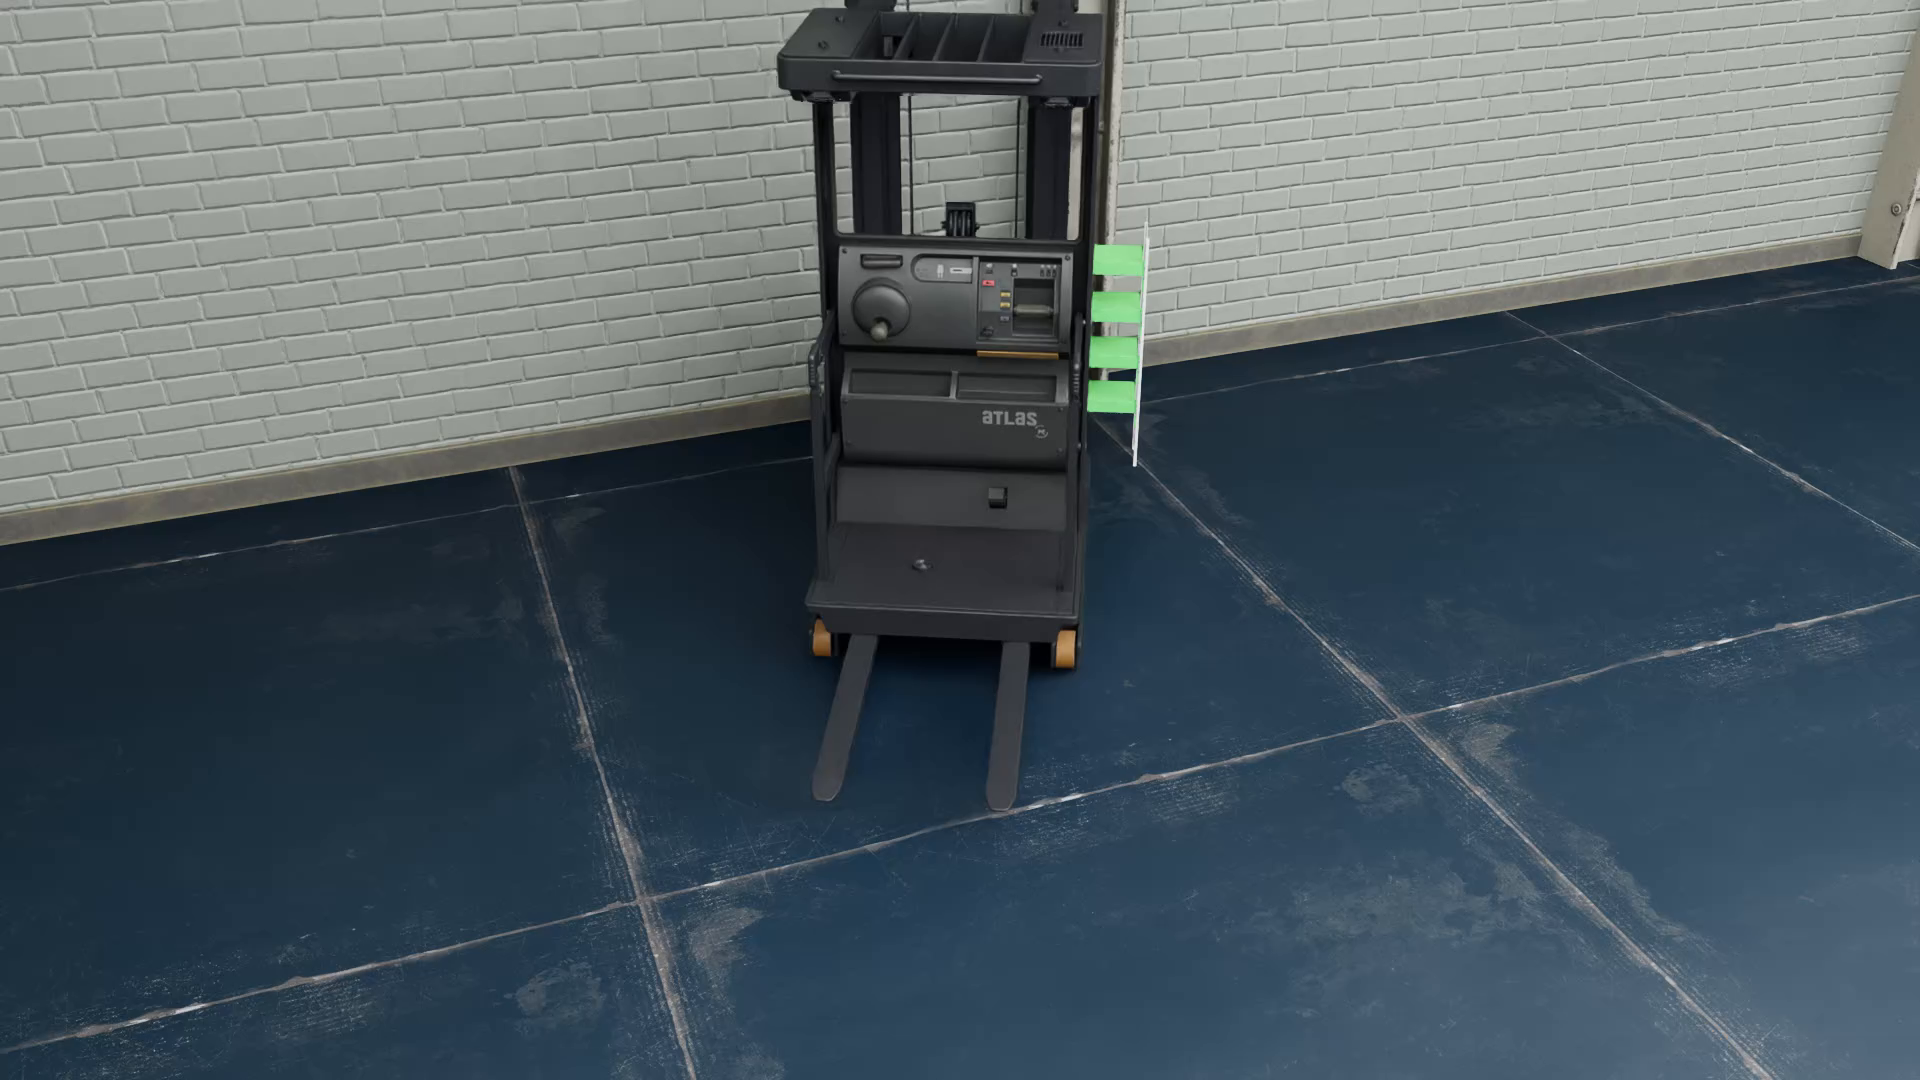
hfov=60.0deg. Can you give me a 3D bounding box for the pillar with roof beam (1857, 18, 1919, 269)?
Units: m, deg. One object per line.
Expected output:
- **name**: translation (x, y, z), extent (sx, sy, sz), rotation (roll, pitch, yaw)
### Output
- **pillar with roof beam**: translation (7.701, -3.785, 5.302), extent (0.400, 9.000, 9.100), rotation (-10, 31, -18)

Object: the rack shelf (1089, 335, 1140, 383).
- **rack shelf**: translation (0.647, -0.906, 8.257), extent (0.480, 0.148, 0.258), rotation (2, 30, 3)

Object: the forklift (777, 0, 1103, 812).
- **forklift**: translation (-0.037, -0.917, 6.399), extent (1.130, 2.935, 3.031), rotation (2, 30, 4)

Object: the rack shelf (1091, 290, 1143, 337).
- **rack shelf**: translation (0.647, -1.114, 8.138), extent (0.480, 0.148, 0.258), rotation (2, 30, 3)

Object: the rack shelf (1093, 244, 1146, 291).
- **rack shelf**: translation (0.647, -1.323, 8.019), extent (0.480, 0.148, 0.258), rotation (2, 30, 3)

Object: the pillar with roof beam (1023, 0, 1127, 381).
- **pillar with roof beam**: translation (2.077, -2.749, 3.484), extent (0.400, 9.000, 9.100), rotation (-10, 31, -18)

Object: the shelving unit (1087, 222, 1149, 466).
- **shelving unit**: translation (0.647, -0.961, 8.225), extent (0.503, 1.200, 0.258), rotation (2, 30, 3)

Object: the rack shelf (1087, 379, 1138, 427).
- **rack shelf**: translation (0.647, -0.697, 8.375), extent (0.480, 0.148, 0.258), rotation (2, 30, 3)

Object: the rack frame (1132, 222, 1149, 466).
- **rack frame**: translation (0.891, -0.953, 8.210), extent (0.015, 1.200, 0.240), rotation (2, 30, 3)
